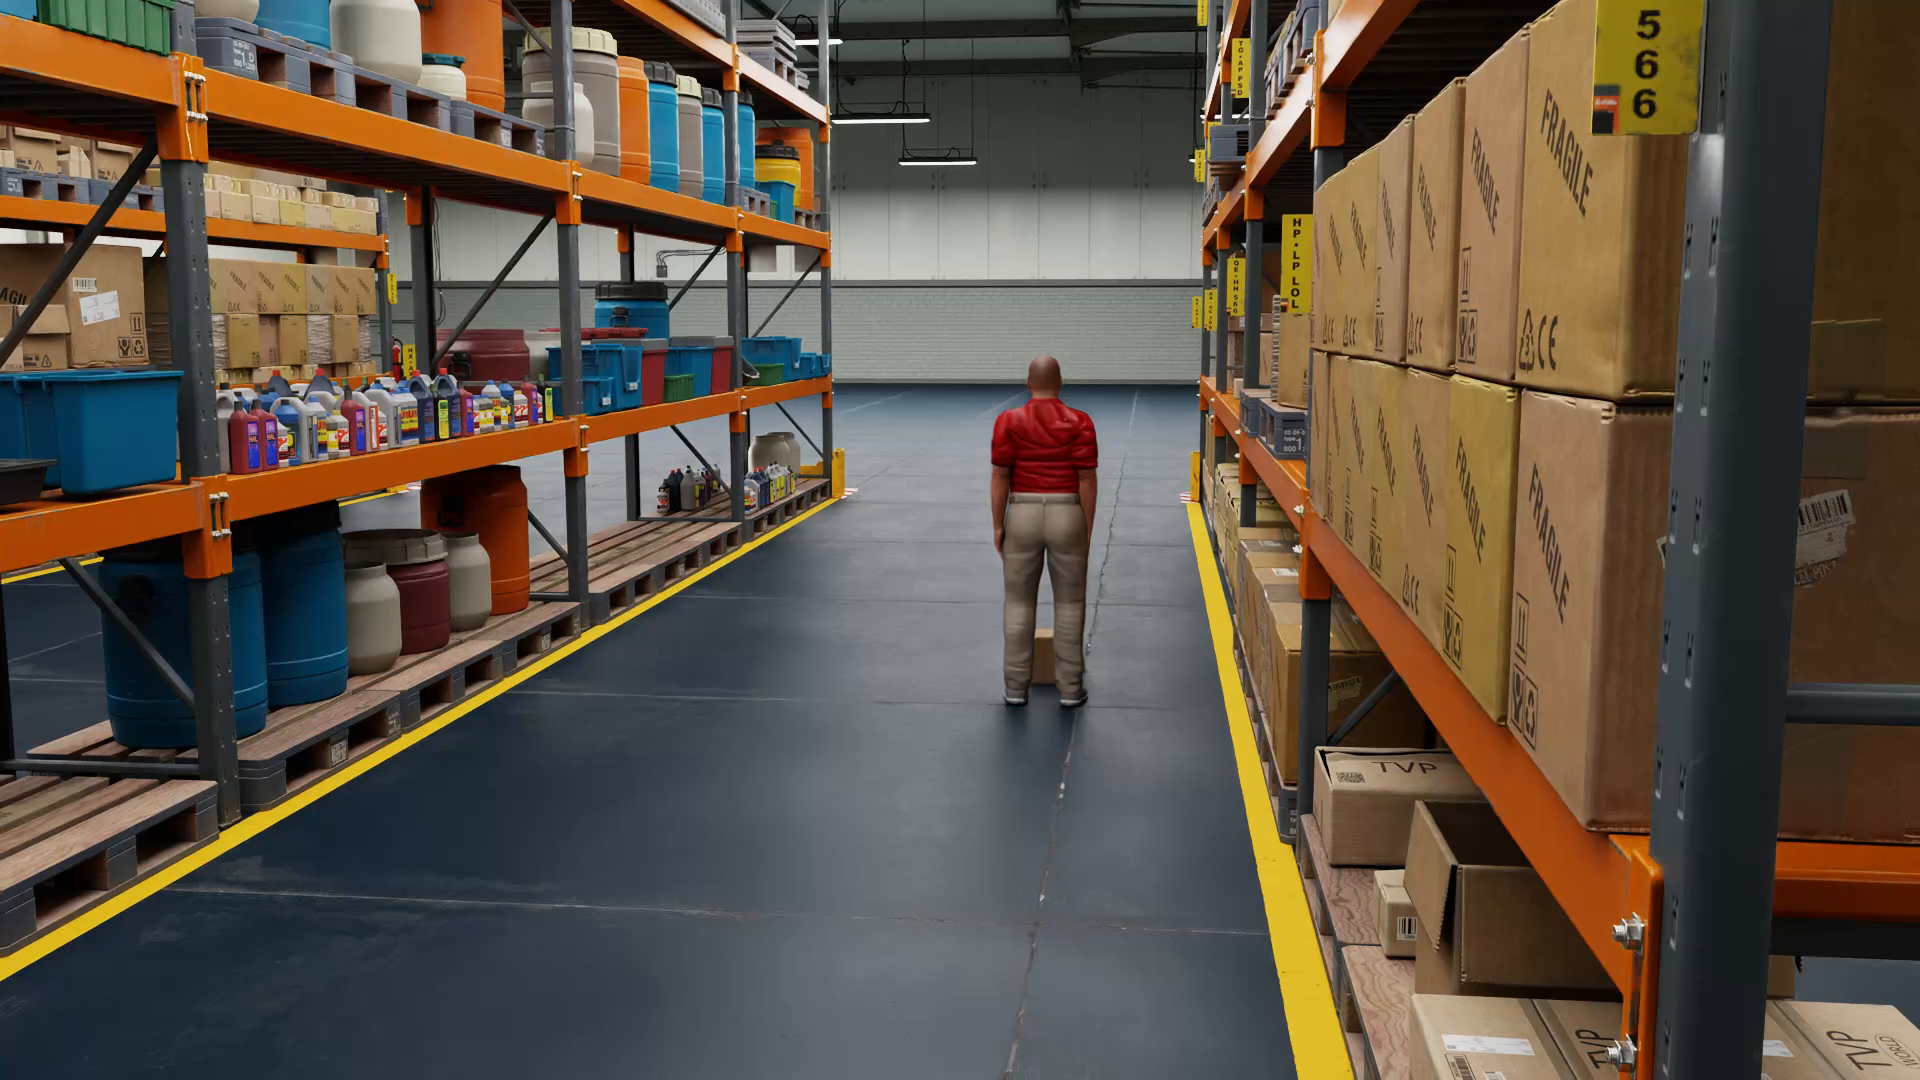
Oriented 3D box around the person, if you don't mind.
[{"bbox_3d":[0.418,-0.049,8.245,0.528,1.727,0.362,1,8,8],"label":"person"}]
